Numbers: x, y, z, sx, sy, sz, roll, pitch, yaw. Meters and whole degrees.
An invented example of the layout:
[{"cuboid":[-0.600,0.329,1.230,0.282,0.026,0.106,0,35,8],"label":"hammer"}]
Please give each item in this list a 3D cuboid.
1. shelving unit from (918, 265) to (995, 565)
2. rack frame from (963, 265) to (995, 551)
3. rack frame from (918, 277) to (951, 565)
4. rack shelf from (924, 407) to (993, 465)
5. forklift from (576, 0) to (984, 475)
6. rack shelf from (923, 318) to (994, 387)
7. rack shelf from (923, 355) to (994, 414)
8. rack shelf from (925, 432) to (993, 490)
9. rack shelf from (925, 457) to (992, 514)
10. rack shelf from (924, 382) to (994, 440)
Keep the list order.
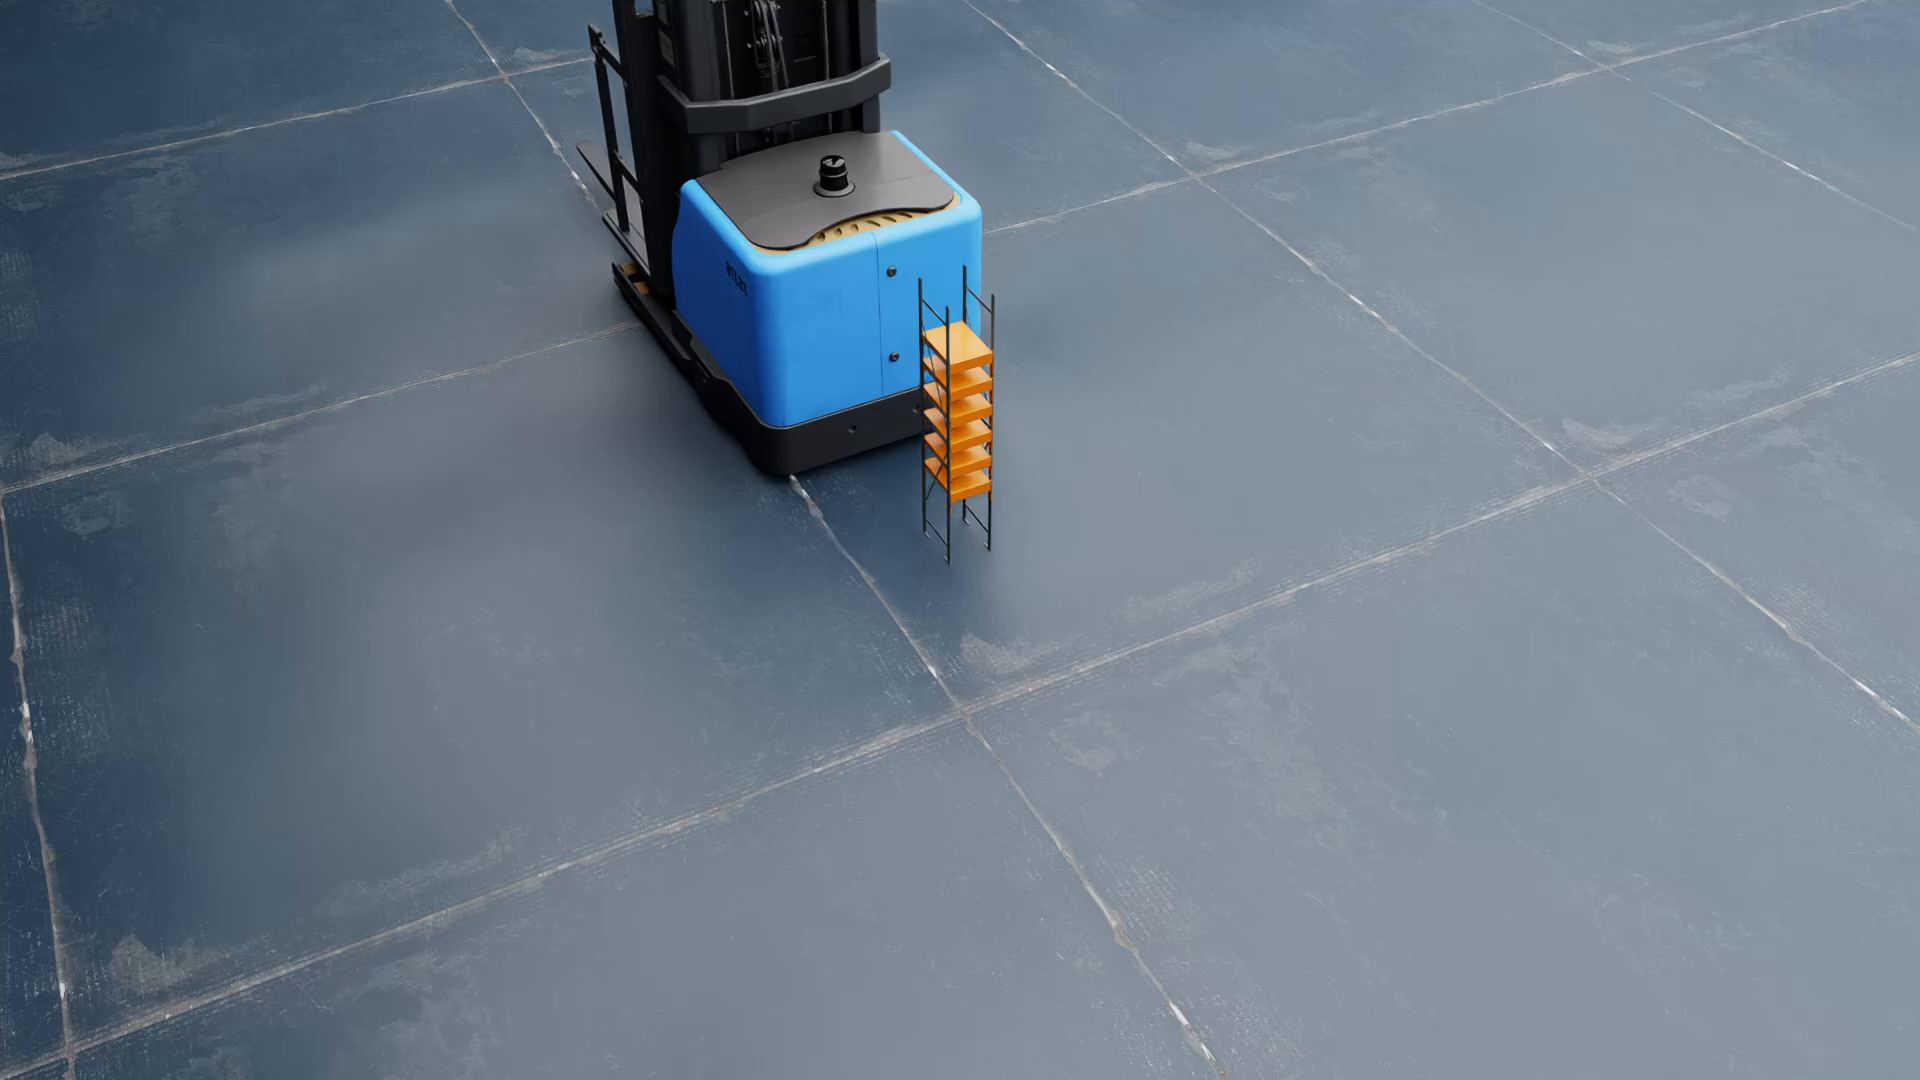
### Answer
[{"cuboid":[-0.013,-0.454,6.357,0.189,1.200,0.258,-19,44,-21],"label":"shelving unit"},{"cuboid":[0.068,-0.481,6.390,0.006,1.200,0.240,-19,44,-21],"label":"rack frame"},{"cuboid":[-0.094,-0.426,6.325,0.006,1.200,0.240,-19,44,-21],"label":"rack frame"},{"cuboid":[-0.013,-0.420,6.386,0.180,0.103,0.258,-19,44,-21],"label":"rack shelf"},{"cuboid":[-1.042,-2.332,7.236,1.130,2.935,3.031,-19,44,-21],"label":"forklift"},{"cuboid":[-0.013,-0.694,6.153,0.180,0.103,0.258,-19,44,-21],"label":"rack shelf"},{"cuboid":[-0.013,-0.603,6.231,0.180,0.103,0.258,-19,44,-21],"label":"rack shelf"},{"cuboid":[-0.013,-0.328,6.463,0.180,0.103,0.258,-19,44,-21],"label":"rack shelf"},{"cuboid":[-0.013,-0.237,6.541,0.180,0.103,0.258,-19,44,-21],"label":"rack shelf"},{"cuboid":[-0.013,-0.511,6.308,0.180,0.103,0.258,-19,44,-21],"label":"rack shelf"}]
